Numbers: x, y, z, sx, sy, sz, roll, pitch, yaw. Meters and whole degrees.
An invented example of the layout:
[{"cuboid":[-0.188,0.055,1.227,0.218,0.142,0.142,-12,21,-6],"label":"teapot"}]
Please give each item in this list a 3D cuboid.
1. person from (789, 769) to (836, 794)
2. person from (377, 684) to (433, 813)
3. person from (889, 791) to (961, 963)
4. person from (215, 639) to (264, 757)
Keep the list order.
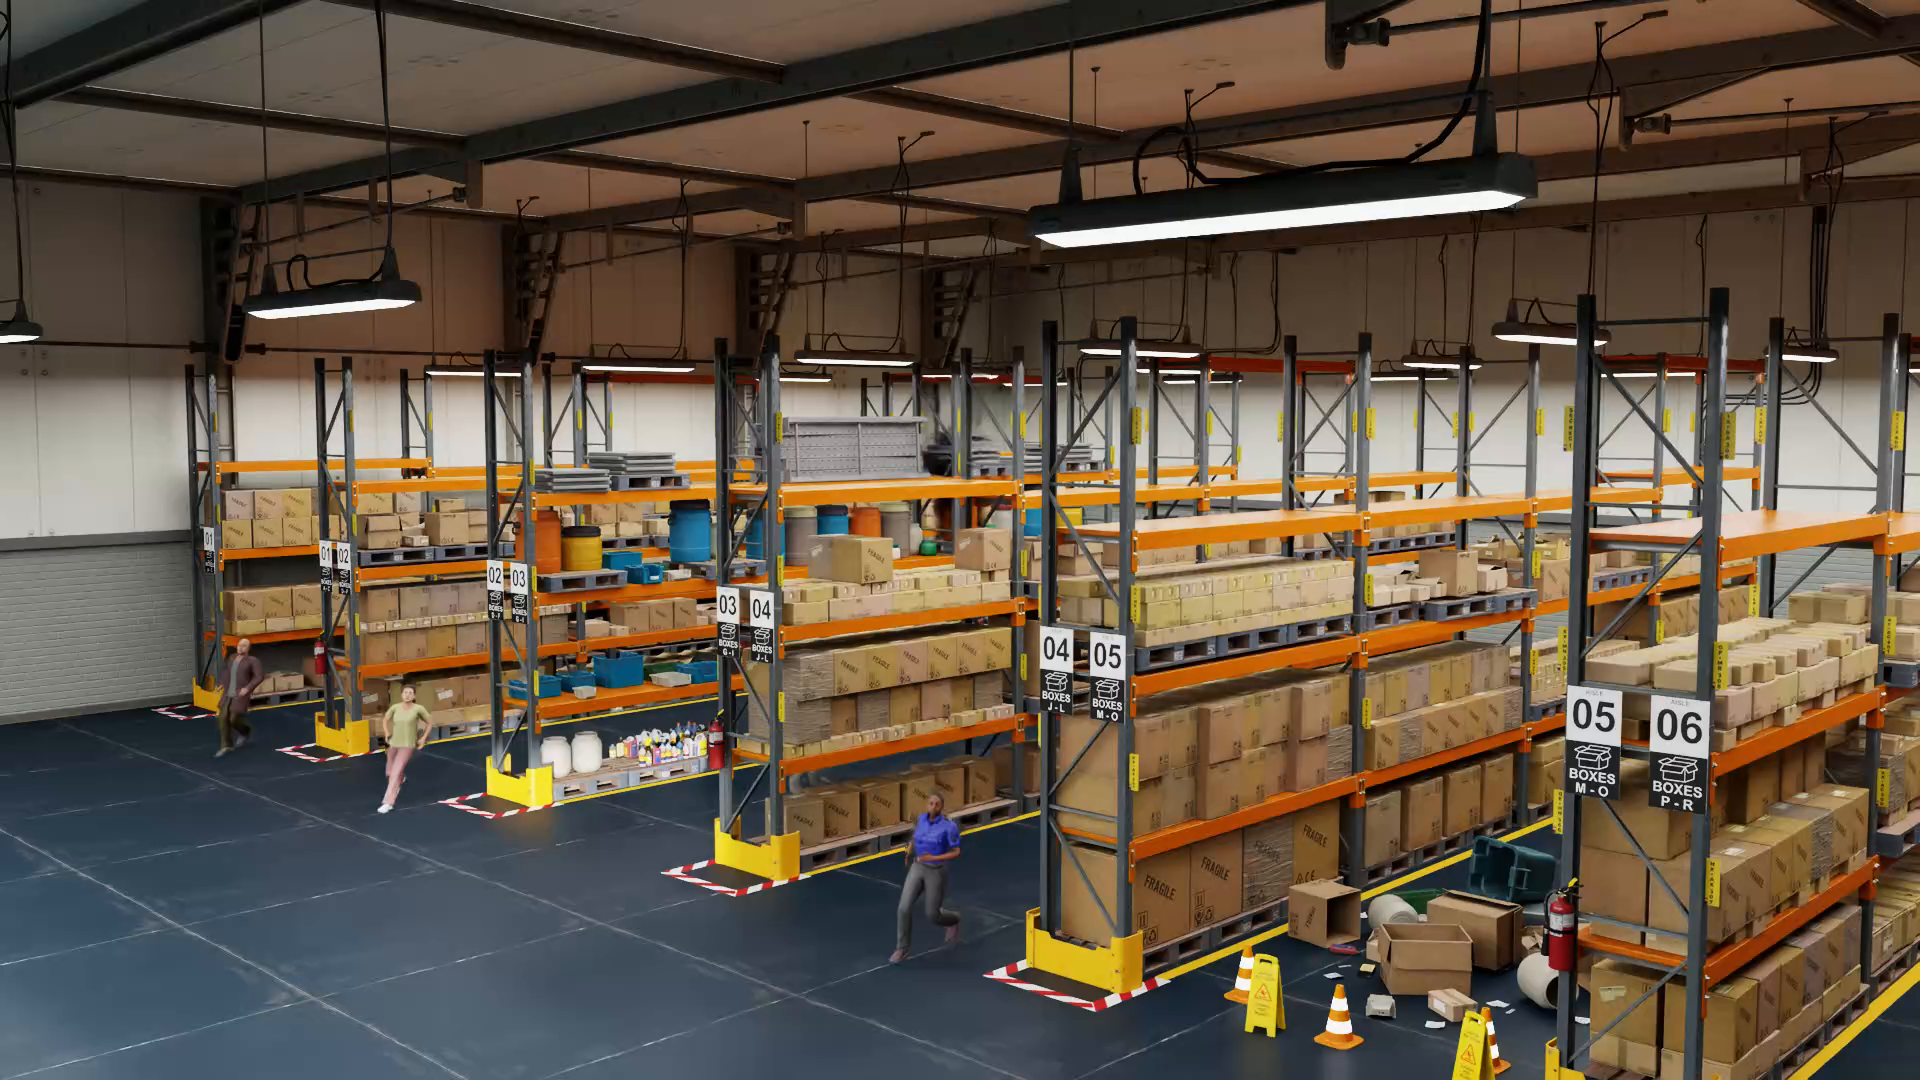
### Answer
[{"cuboid":[-1.931,2.689,21.299,0.587,1.671,0.871,4,6,41],"label":"person"},{"cuboid":[-7.244,2.687,21.727,0.634,1.618,0.832,0,4,1],"label":"person"},{"cuboid":[-0.254,3.179,15.806,0.608,1.624,0.783,3,5,31],"label":"person"},{"cuboid":[-10.970,2.471,25.285,0.766,1.562,0.761,1,4,13],"label":"person"}]
